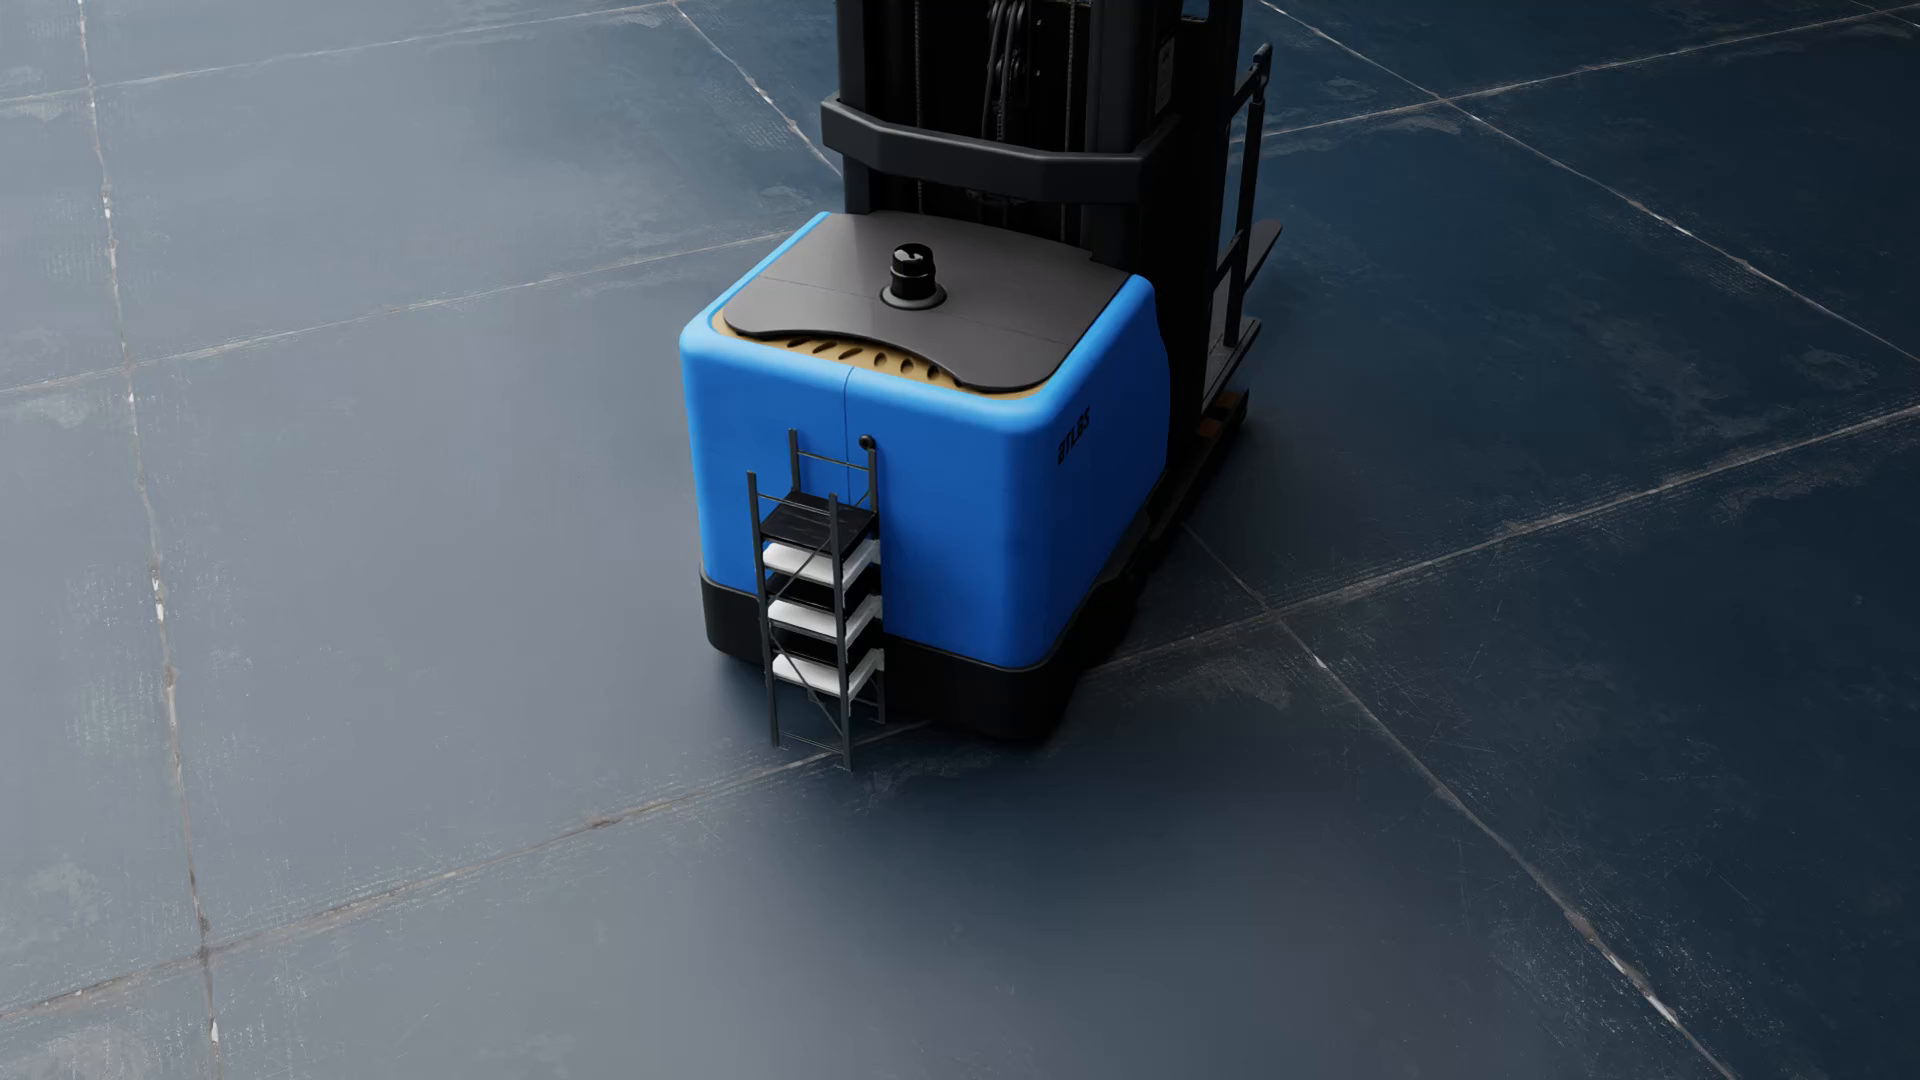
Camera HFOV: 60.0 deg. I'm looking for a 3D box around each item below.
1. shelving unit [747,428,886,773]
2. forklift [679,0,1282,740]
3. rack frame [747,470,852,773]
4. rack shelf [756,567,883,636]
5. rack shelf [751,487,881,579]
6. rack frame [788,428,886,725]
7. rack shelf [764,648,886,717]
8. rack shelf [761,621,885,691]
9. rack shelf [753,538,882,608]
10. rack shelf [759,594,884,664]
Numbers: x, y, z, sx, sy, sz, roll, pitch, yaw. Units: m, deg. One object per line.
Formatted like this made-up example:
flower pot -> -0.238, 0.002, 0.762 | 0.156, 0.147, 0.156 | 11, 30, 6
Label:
shelving unit -> -0.355, 0.171, 4.265 | 0.258, 0.900, 0.210 | 15, 39, 19
forklift -> 0.341, -1.519, 4.837 | 1.130, 2.935, 3.031 | 15, 39, 19
rack frame -> -0.397, 0.226, 4.190 | 0.240, 0.900, 0.006 | 15, 39, 19
rack shelf -> -0.355, 0.125, 4.231 | 0.258, 0.077, 0.200 | 15, 39, 19
rack shelf -> -0.355, -0.019, 4.124 | 0.258, 0.077, 0.200 | 15, 39, 19
rack frame -> -0.313, 0.115, 4.339 | 0.240, 0.900, 0.006 | 15, 39, 19
rack shelf -> -0.355, 0.342, 4.392 | 0.258, 0.077, 0.200 | 15, 39, 19
rack shelf -> -0.355, 0.270, 4.338 | 0.258, 0.077, 0.200 | 15, 39, 19
rack shelf -> -0.355, 0.053, 4.177 | 0.258, 0.077, 0.200 | 15, 39, 19
rack shelf -> -0.355, 0.197, 4.284 | 0.258, 0.077, 0.200 | 15, 39, 19
